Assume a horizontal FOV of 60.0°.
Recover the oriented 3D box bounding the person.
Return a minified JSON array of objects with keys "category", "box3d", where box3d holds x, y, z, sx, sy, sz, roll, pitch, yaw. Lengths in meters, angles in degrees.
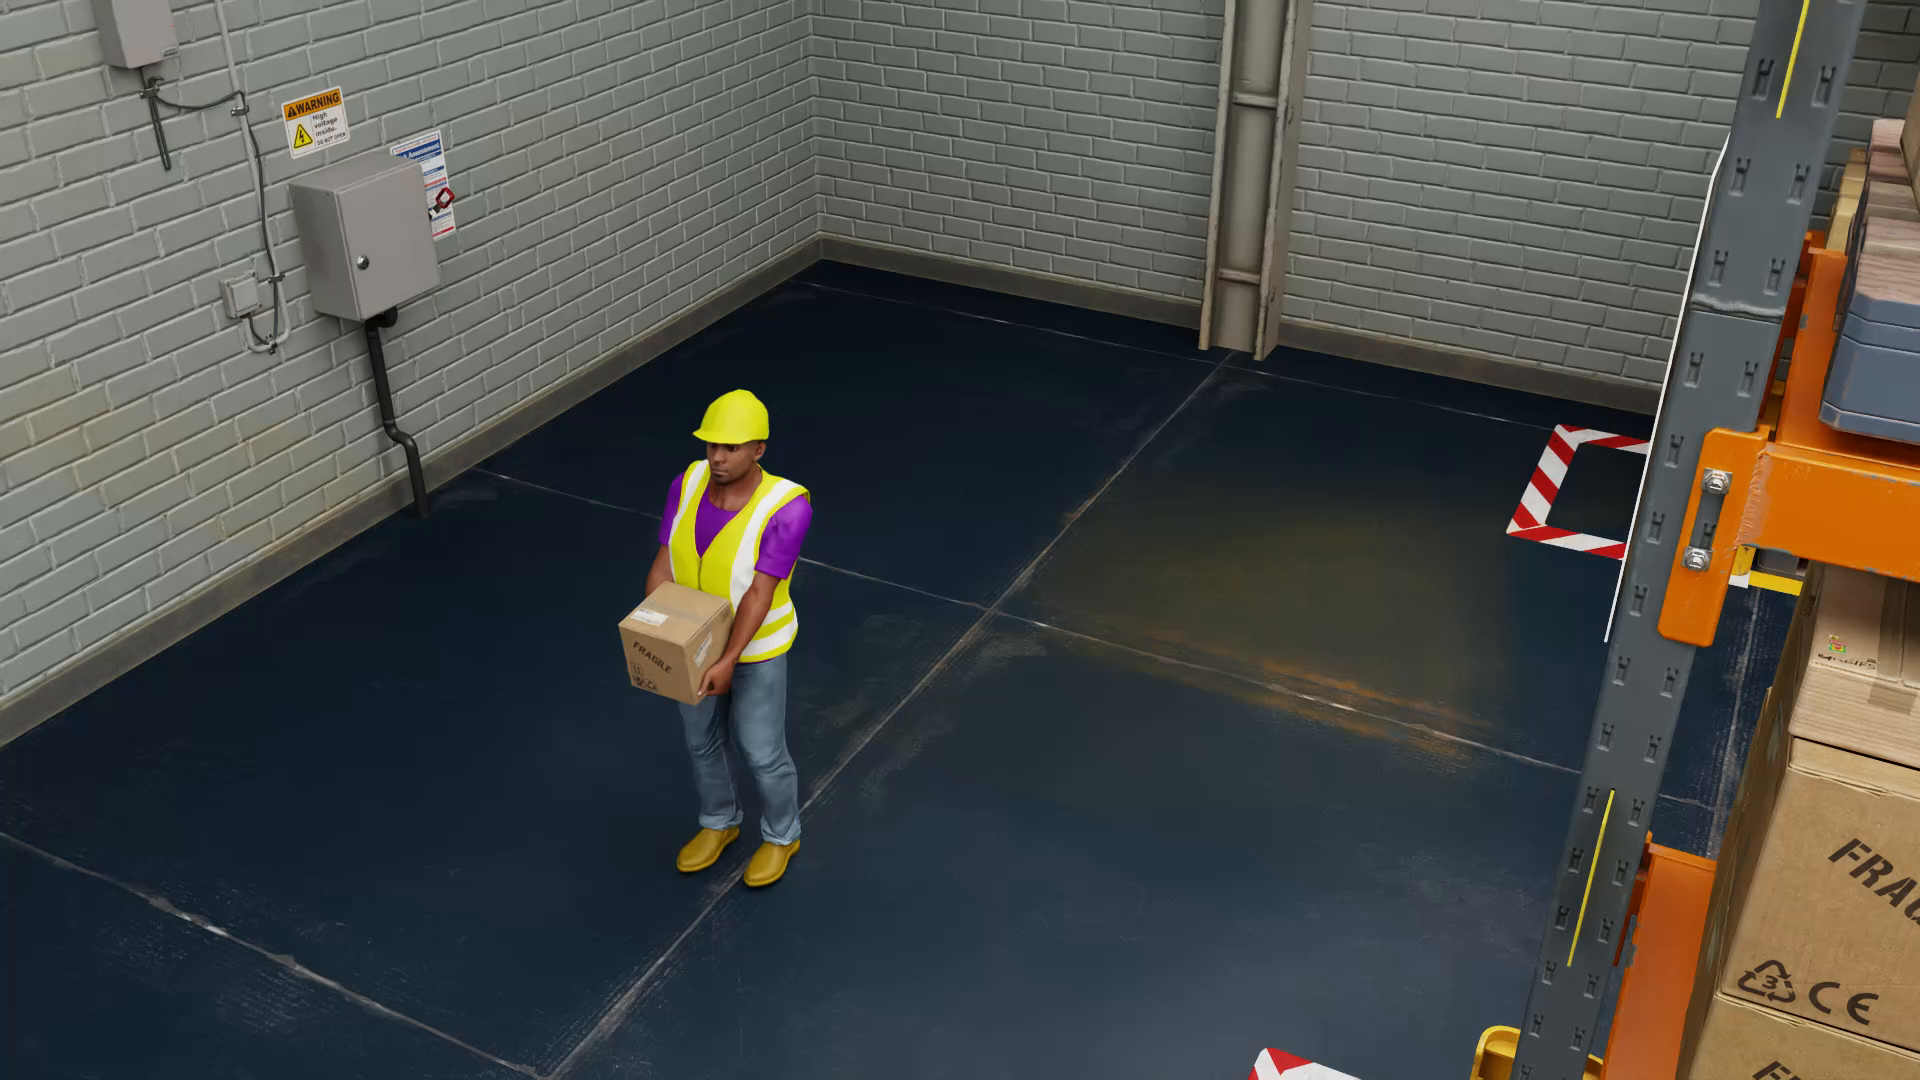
[{"category":"person","box3d":[-0.781,0.378,5.454,0.503,1.759,0.577,15,33,24]}]
